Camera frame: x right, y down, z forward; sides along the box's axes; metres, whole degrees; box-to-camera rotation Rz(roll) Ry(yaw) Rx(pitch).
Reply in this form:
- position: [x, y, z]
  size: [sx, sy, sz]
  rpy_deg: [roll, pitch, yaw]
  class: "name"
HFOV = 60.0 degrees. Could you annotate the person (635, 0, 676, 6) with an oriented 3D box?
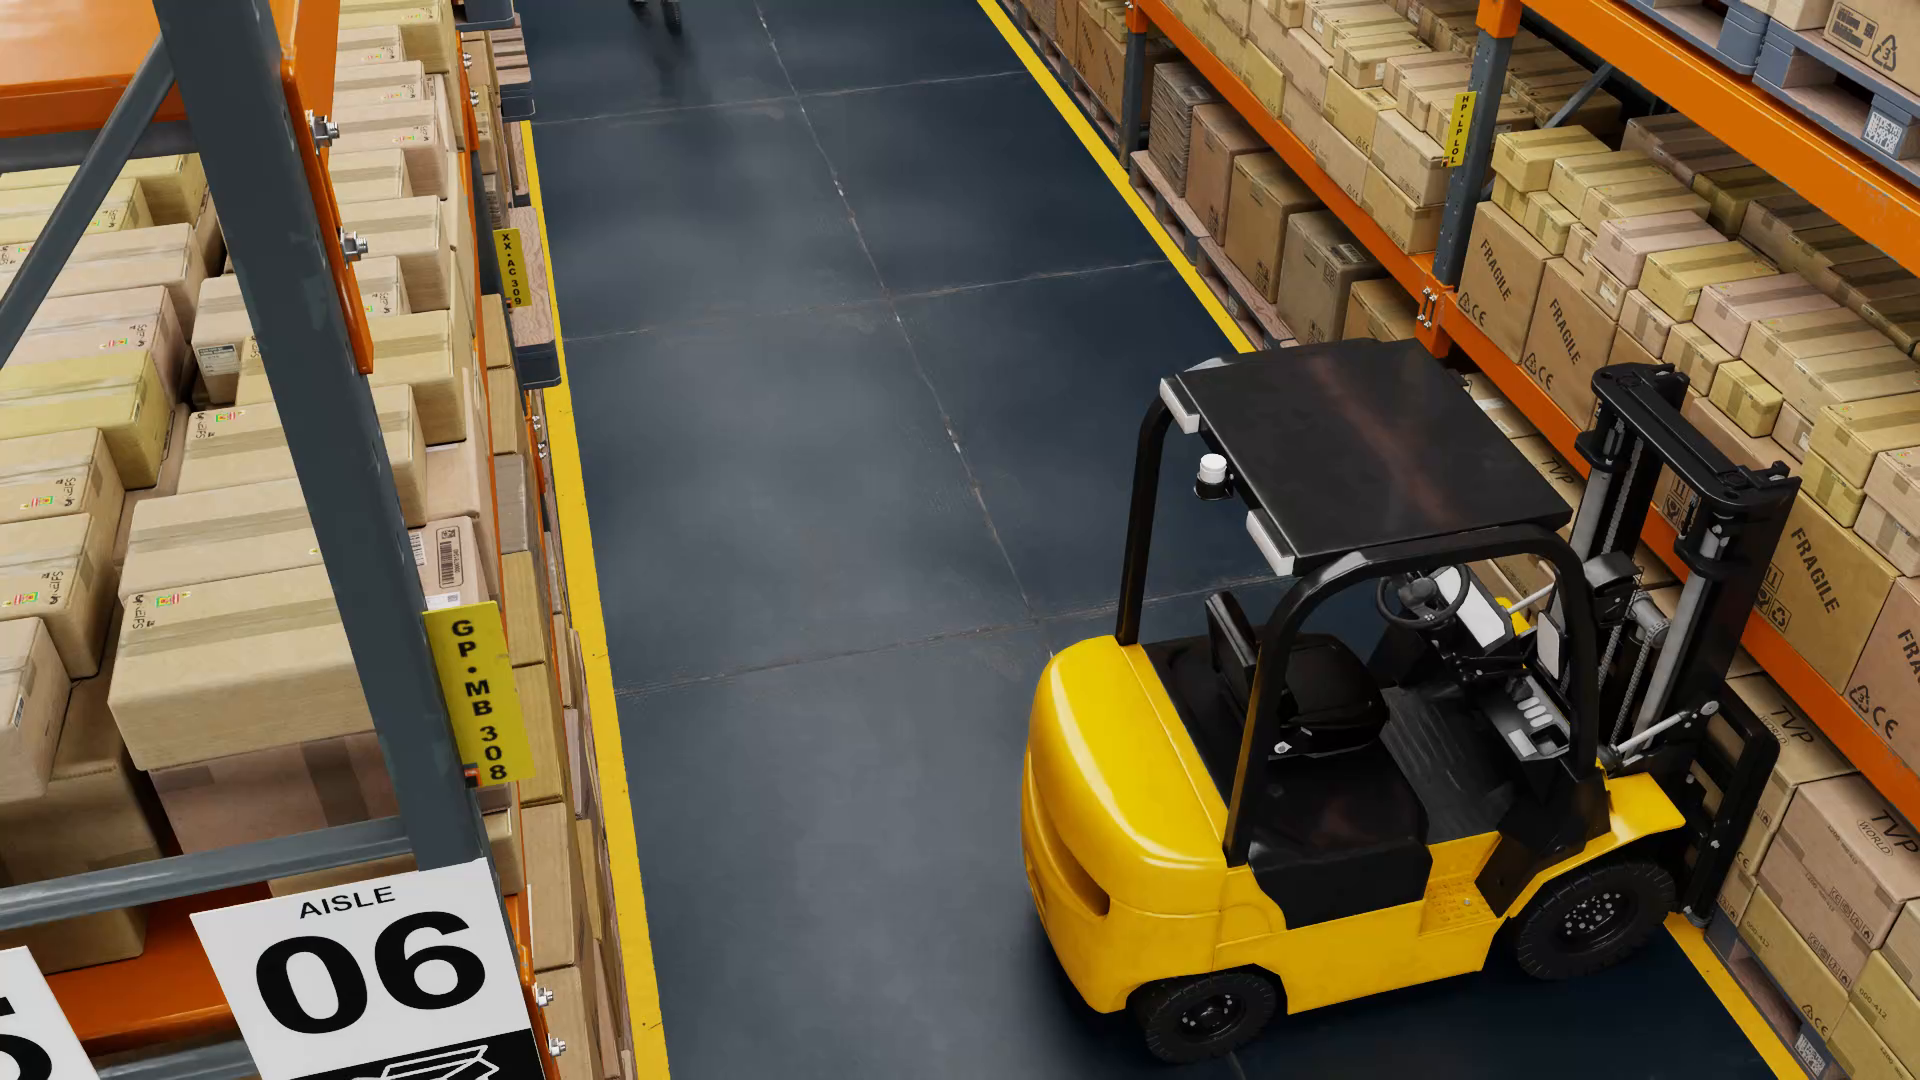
- position: [-2.507, -4.979, 12.952]
  size: [0.450, 1.661, 0.749]
  rpy_deg: [-11, 40, -14]
  class: "person"
